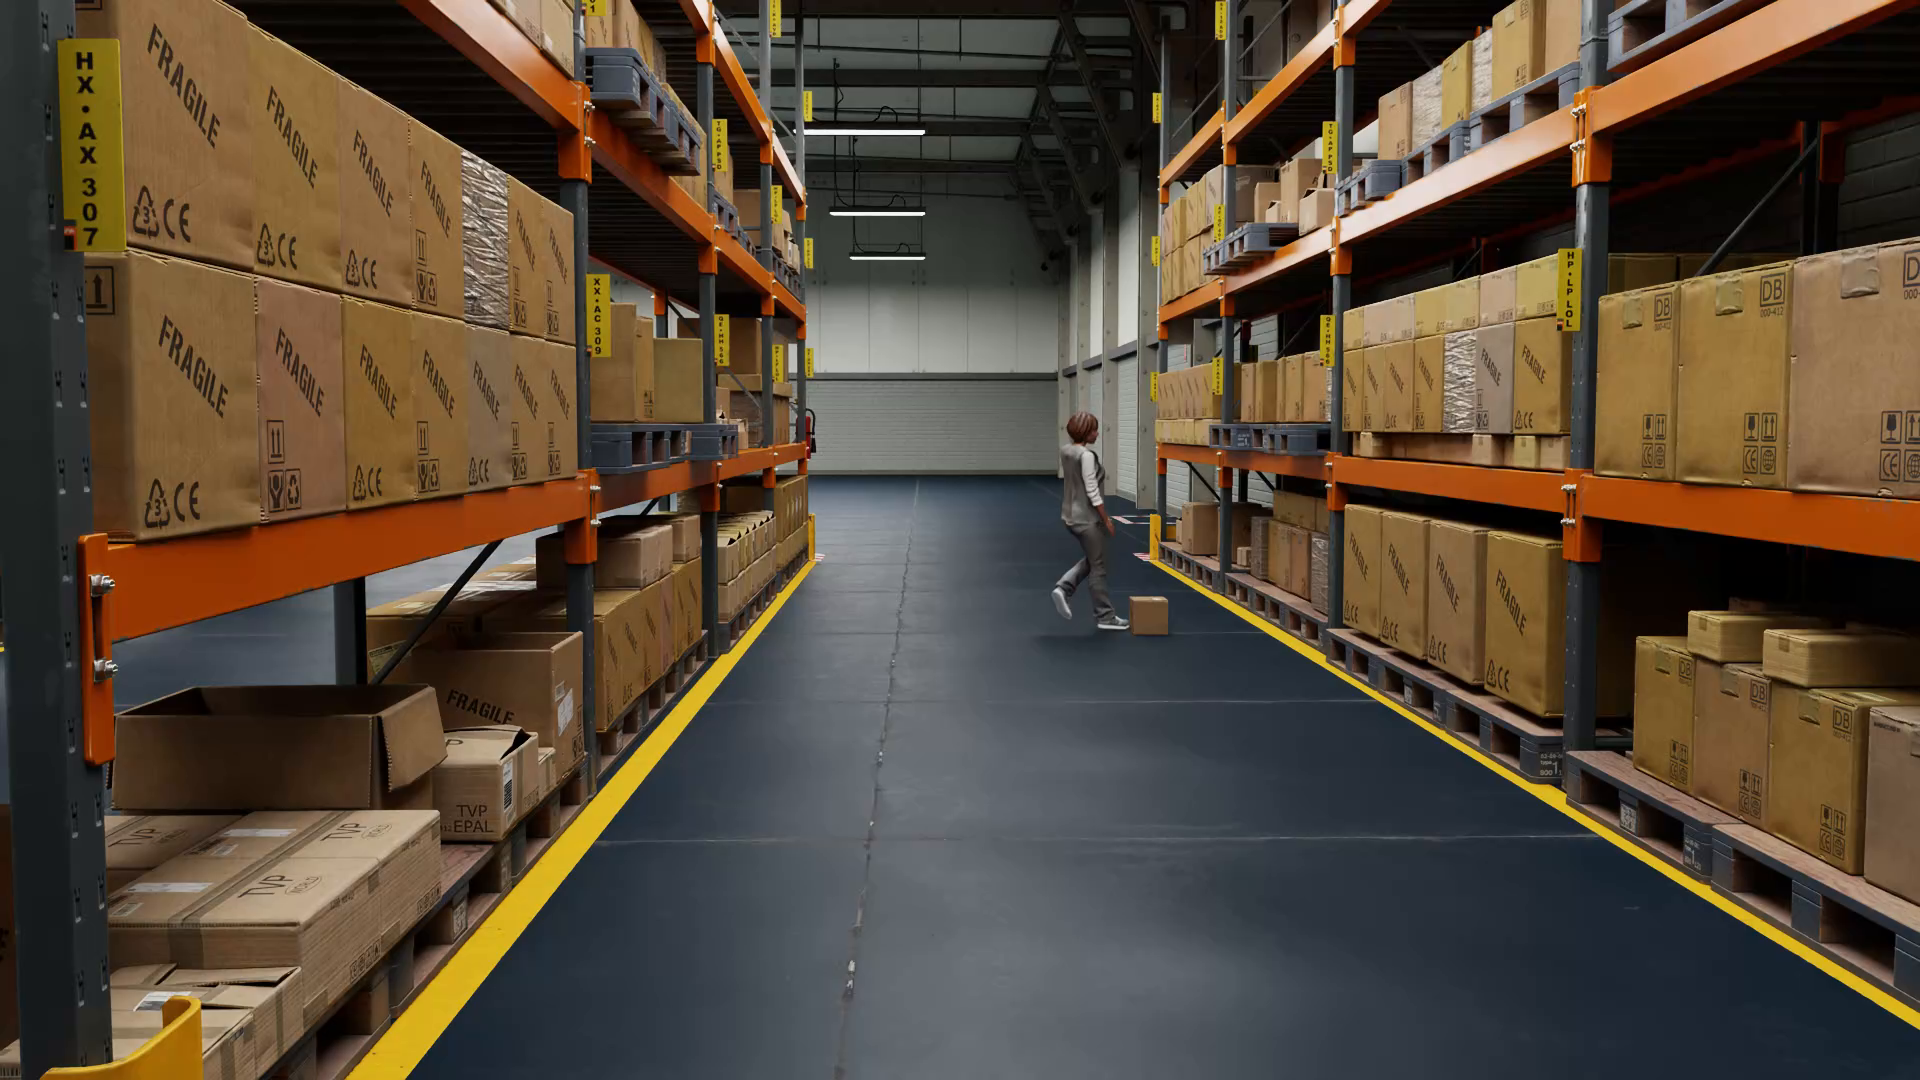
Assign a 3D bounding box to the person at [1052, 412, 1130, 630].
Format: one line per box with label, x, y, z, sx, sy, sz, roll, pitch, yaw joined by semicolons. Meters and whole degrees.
person;0.977;-0.131;12.011;0.618;1.582;0.480;-1;4;-19
